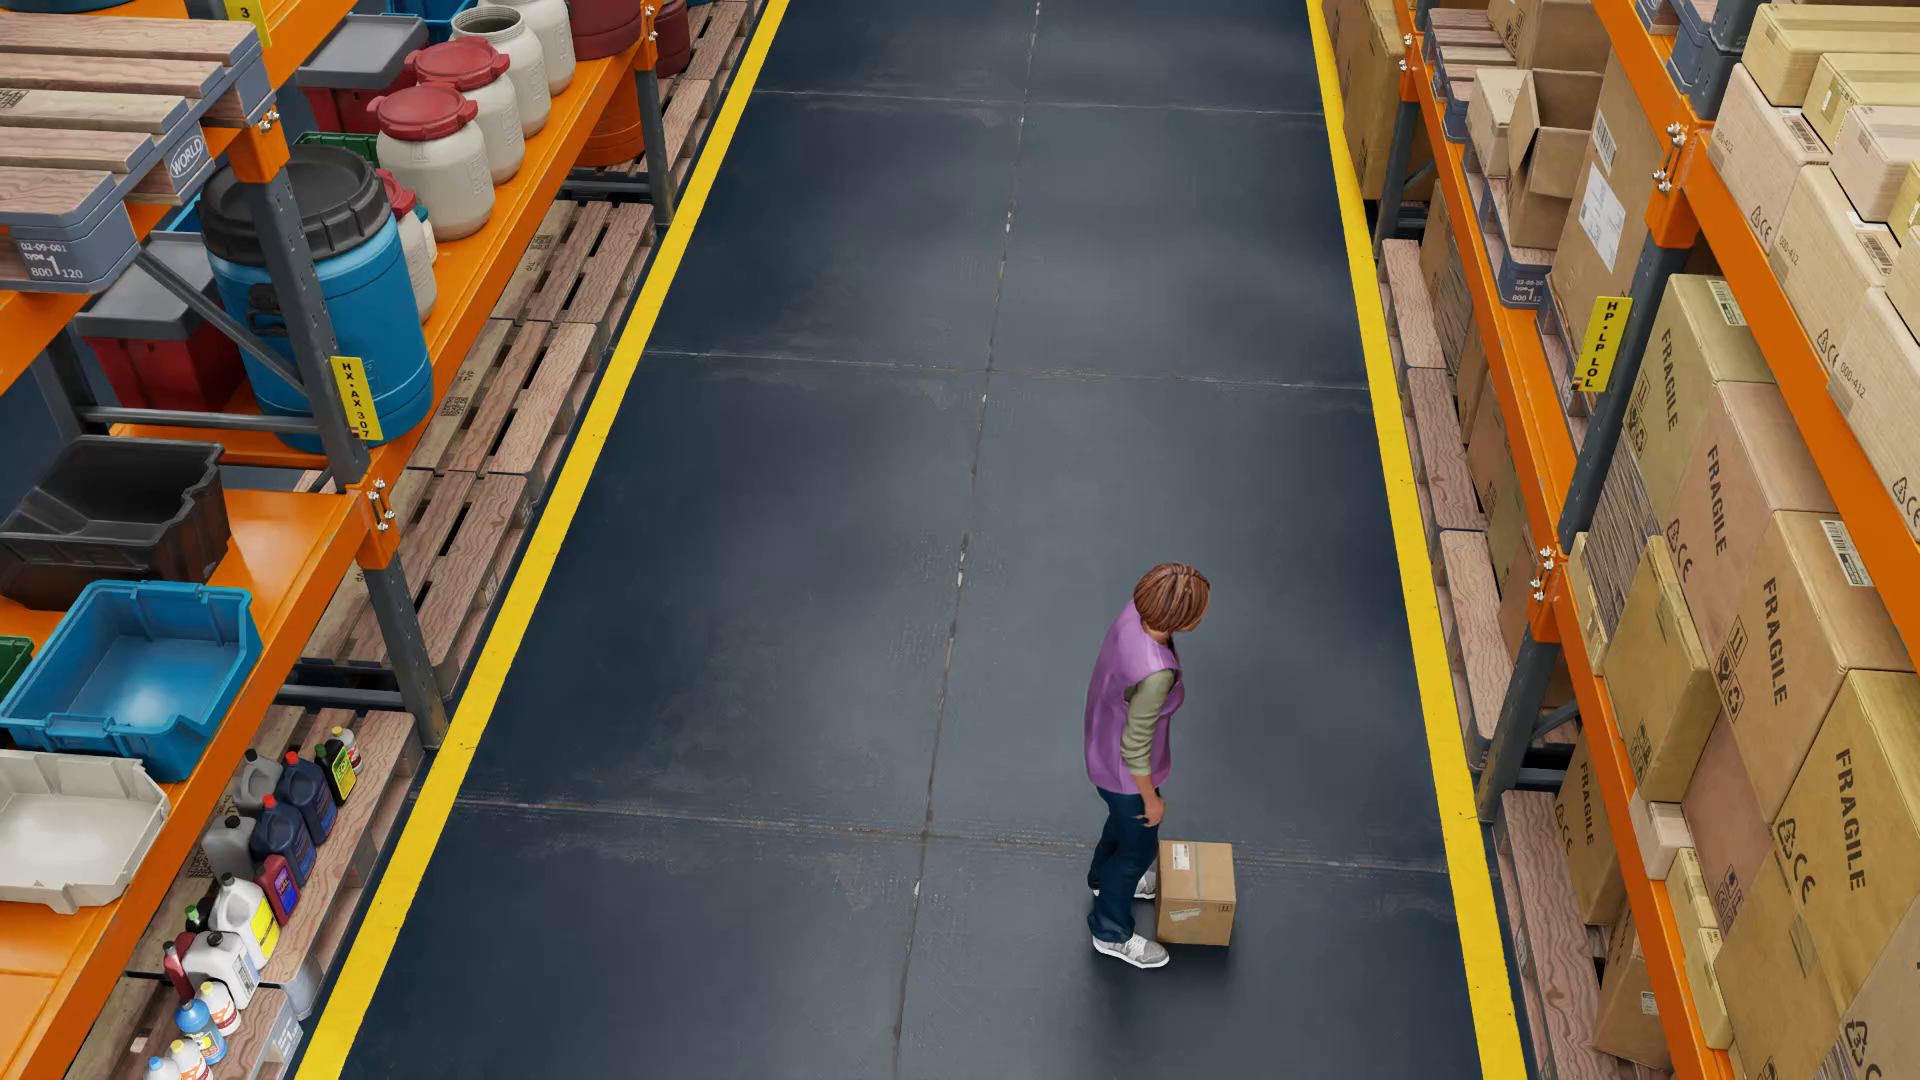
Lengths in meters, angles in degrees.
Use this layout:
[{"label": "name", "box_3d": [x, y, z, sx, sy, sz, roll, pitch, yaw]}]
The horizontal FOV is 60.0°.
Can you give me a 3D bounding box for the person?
[{"label": "person", "box_3d": [0.569, 0.704, 5.344, 0.341, 1.594, 0.482, 2, 41, 2]}]
